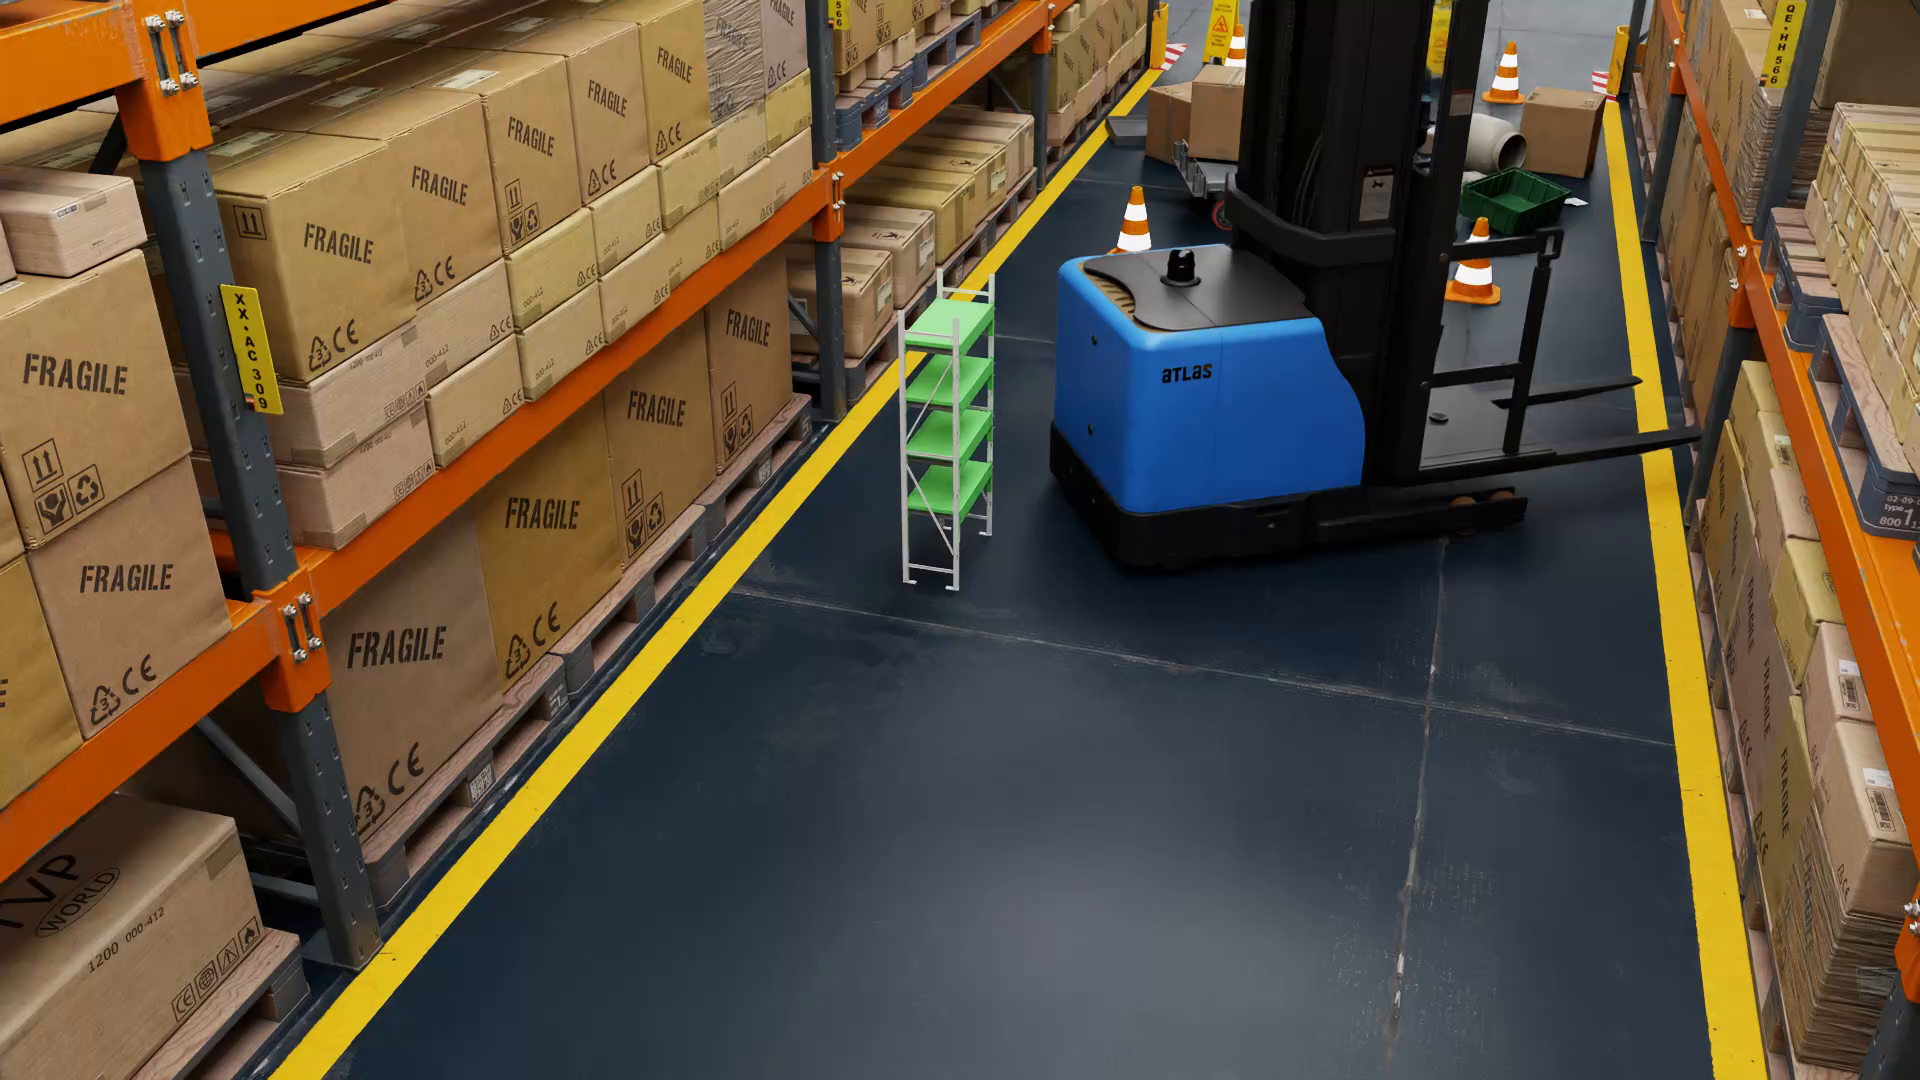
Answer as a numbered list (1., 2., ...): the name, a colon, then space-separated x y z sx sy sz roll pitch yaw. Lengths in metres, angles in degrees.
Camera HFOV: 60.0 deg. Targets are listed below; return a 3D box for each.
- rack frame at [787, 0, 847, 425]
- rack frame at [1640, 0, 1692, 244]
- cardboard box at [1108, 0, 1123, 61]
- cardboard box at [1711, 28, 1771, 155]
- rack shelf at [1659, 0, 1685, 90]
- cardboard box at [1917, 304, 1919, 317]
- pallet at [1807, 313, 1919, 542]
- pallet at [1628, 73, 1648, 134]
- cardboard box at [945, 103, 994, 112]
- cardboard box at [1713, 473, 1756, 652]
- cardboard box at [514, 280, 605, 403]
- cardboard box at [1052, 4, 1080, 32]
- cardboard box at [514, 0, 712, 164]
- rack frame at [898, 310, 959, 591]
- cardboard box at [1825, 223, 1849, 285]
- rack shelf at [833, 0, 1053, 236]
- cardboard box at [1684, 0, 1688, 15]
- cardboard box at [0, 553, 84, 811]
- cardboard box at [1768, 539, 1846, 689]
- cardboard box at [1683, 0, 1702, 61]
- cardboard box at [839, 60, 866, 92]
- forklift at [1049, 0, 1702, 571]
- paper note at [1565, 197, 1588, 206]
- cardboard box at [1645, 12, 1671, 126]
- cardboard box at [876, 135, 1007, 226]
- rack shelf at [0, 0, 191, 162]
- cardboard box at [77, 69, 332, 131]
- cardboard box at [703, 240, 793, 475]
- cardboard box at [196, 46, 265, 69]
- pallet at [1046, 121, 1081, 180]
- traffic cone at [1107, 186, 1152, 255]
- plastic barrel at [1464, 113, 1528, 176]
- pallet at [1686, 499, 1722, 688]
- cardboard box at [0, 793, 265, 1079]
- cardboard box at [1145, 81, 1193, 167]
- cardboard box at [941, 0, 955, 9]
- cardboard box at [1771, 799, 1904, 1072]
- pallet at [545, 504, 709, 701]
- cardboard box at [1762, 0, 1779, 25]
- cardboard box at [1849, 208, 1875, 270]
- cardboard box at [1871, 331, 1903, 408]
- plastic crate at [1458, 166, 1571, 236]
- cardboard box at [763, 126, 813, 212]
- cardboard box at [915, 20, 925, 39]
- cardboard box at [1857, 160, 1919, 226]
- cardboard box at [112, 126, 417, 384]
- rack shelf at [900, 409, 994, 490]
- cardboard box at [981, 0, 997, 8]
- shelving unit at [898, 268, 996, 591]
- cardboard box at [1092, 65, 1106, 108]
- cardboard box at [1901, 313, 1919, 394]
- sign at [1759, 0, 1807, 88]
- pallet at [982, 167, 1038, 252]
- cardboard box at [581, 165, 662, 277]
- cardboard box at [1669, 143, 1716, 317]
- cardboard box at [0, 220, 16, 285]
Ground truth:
1. rack frame: -1.065 -1.981 7.726 1.000 3.000 0.127 8 30 15
2. rack frame: 4.870 -3.181 9.882 1.000 3.000 0.127 8 30 15
3. cardboard box: 0.992 -4.122 13.200 0.500 0.500 0.500 8 30 14
4. cardboard box: 3.866 -2.077 7.795 0.500 0.500 0.500 8 30 14
5. rack shelf: 5.457 -3.796 11.728 1.077 0.370 4.000 8 30 15
6. cardboard box: 2.837 -0.616 4.487 0.380 0.149 0.250 7 30 13
7. pallet: 3.154 -0.312 4.923 1.003 0.211 1.213 8 30 15
8. pallet: 5.884 -3.438 13.213 1.003 0.211 1.213 8 30 15
9. cardboard box: 0.025 -3.135 12.196 0.500 0.250 0.500 10 31 17
10. cardboard box: 3.100 0.114 6.100 0.500 0.500 0.500 9 30 15
11. cardboard box: -1.542 -0.700 5.577 0.500 0.250 0.500 8 30 14
12. cardboard box: 0.634 -3.718 11.806 0.380 0.149 0.250 9 30 16
13. cardboard box: -1.262 -1.715 6.115 0.500 0.500 0.500 9 30 15
14. rack frame: -0.120 -0.334 6.616 0.240 1.200 0.015 8 30 15
15. cardboard box: 3.214 -0.966 5.728 0.380 0.149 0.250 10 31 17
16. rack shelf: -0.478 -2.596 9.571 1.077 0.370 4.000 8 30 15
17. cardboard box: 4.967 -3.419 10.157 0.875 0.550 0.550 8 30 15
18. cardboard box: -2.277 0.326 3.475 0.500 0.500 0.500 8 30 14
19. cardboard box: 2.804 0.252 5.080 0.500 0.250 0.500 7 30 13
20. cardboard box: 4.459 -3.018 9.487 0.500 0.500 0.500 9 30 15
21. cardboard box: -0.677 -2.306 8.136 0.380 0.149 0.250 7 30 12
22. forklift: 1.990 -1.541 7.006 3.031 2.935 1.130 -8 30 -14
23. paper note: 4.202 -2.325 11.397 0.147 0.020 0.142 -12 31 -20
24. cardboard box: 5.652 -3.561 12.319 0.875 0.875 0.875 8 30 14
25. cardboard box: -0.251 -2.296 10.564 0.950 0.372 0.625 10 31 18
26. rack shelf: -2.827 -0.189 2.159 1.077 0.370 4.000 8 30 15
27. cardboard box: -2.204 -1.088 4.988 0.500 0.500 0.500 9 30 16
28. cardboard box: -1.348 -0.927 7.584 0.875 0.875 0.875 8 30 14
29. cardboard box: -5.015 -3.089 11.727 0.875 0.625 0.625 8 30 14
30. pallet: 0.272 -2.939 12.315 1.003 0.211 1.213 8 30 15
31. traffic cone: 1.083 -1.955 10.289 0.336 0.463 0.334 8 30 15
32. plastic barrel: 3.737 -2.801 11.849 0.421 0.421 0.512 -17 34 -28
33. pallet: 3.465 0.260 6.566 1.003 0.211 1.213 8 30 15
34. cardboard box: -2.526 1.090 4.408 0.875 0.438 0.875 8 30 14
35. cardboard box: 1.724 -3.052 12.220 0.500 0.500 0.500 -17 34 -28
36. cardboard box: -0.262 -3.237 9.142 0.500 0.500 0.500 7 30 13
37. cardboard box: 2.499 1.066 4.387 0.500 0.500 0.500 8 30 14
38. pallet: -1.729 0.158 6.748 1.003 0.211 1.213 8 30 15
39. cardboard box: 4.283 -2.721 7.924 0.700 0.500 0.500 8 30 14
40. cardboard box: 3.136 -0.961 5.413 0.380 0.149 0.250 9 30 15
41. cardboard box: 2.907 -0.479 4.852 0.380 0.149 0.250 8 30 13
42. plastic crate: 3.669 -2.245 11.033 0.662 0.188 0.450 -24 47 -37
43. cardboard box: -0.966 -1.643 7.273 0.500 0.250 0.500 7 30 13
44. cardboard box: -0.411 -2.811 9.045 0.380 0.149 0.250 10 31 17
45. cardboard box: 3.144 -1.107 5.368 0.380 0.149 0.250 7 30 13
46. cardboard box: -1.836 -0.766 4.410 0.500 0.500 0.500 9 30 15
47. rack shelf: -0.049 -0.392 6.851 0.258 0.148 0.480 8 30 15
48. cardboard box: 0.015 -3.271 9.871 0.380 0.149 0.250 9 30 15
49. shelving unit: -0.049 -0.447 6.820 0.258 1.200 0.503 8 30 15
50. cardboard box: 0.839 -3.554 12.950 0.500 0.250 0.500 8 30 14
51. cardboard box: 2.834 -0.493 4.571 0.380 0.149 0.250 9 30 15
52. sign: 3.165 -1.905 6.398 0.100 0.325 0.005 8 30 15
53. pallet: -0.118 -2.259 11.094 1.003 0.211 1.213 8 30 15
54. cardboard box: -1.395 -1.152 5.875 0.500 0.250 0.500 8 30 13
55. cardboard box: 4.487 -1.632 8.980 1.050 0.750 0.750 8 30 15
56. cardboard box: -2.207 -0.591 3.428 0.380 0.149 0.250 9 30 16
